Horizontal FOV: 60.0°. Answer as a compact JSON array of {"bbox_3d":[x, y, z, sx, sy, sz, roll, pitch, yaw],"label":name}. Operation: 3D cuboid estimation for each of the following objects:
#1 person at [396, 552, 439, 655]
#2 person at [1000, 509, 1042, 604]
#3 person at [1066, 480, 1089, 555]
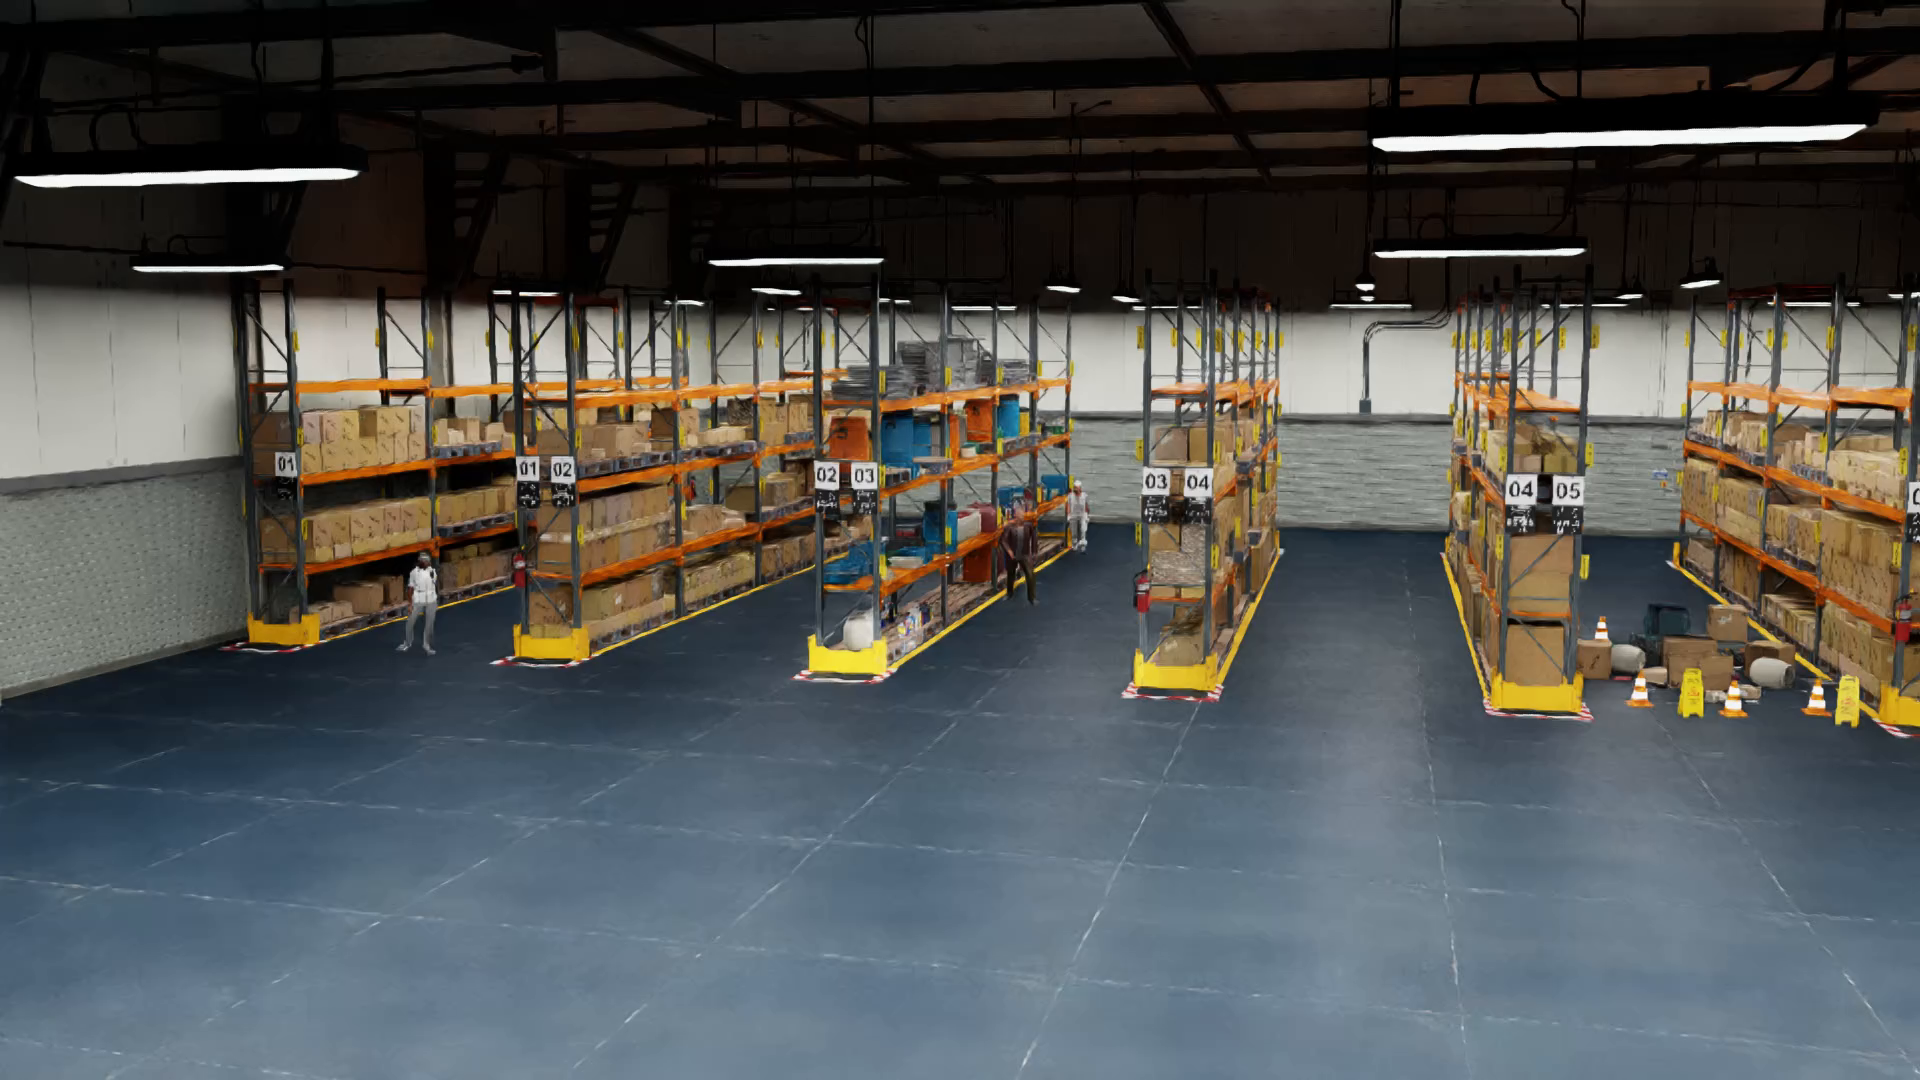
[{"bbox_3d":[-8.670,1.005,26.541,0.658,1.662,0.510,-4,8,-28],"label":"person"},{"bbox_3d":[1.068,0.283,29.891,0.735,1.712,0.905,0,7,-2],"label":"person"},{"bbox_3d":[2.750,-0.537,38.972,0.528,1.727,1.032,1,7,6],"label":"person"}]
